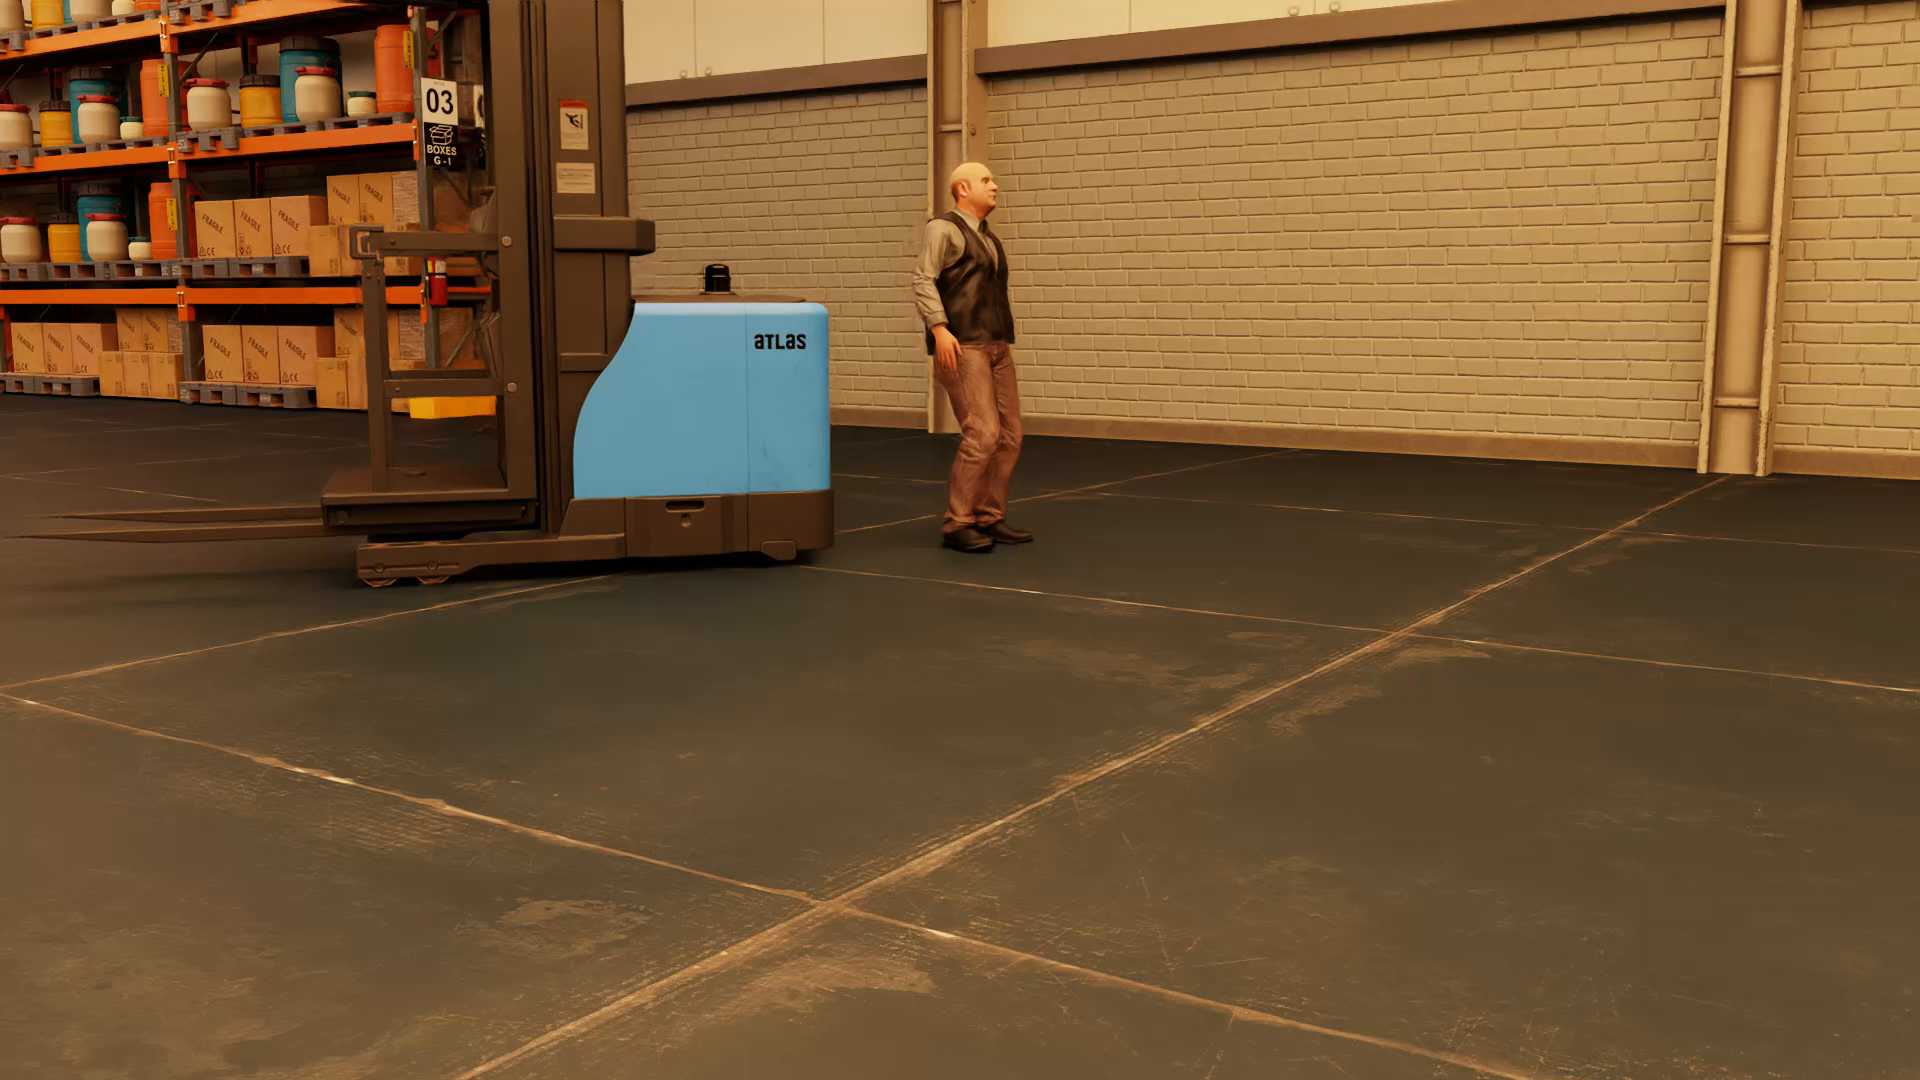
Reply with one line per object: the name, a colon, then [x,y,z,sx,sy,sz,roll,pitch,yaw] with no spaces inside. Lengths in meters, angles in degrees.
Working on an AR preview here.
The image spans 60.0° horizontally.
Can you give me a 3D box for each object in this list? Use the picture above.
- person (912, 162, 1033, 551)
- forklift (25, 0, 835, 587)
person: [0.090,-0.824,7.447,0.496,1.711,0.712,5,9,30]
forklift: [-2.098,-1.354,6.711,3.031,2.935,1.130,-3,8,-17]
